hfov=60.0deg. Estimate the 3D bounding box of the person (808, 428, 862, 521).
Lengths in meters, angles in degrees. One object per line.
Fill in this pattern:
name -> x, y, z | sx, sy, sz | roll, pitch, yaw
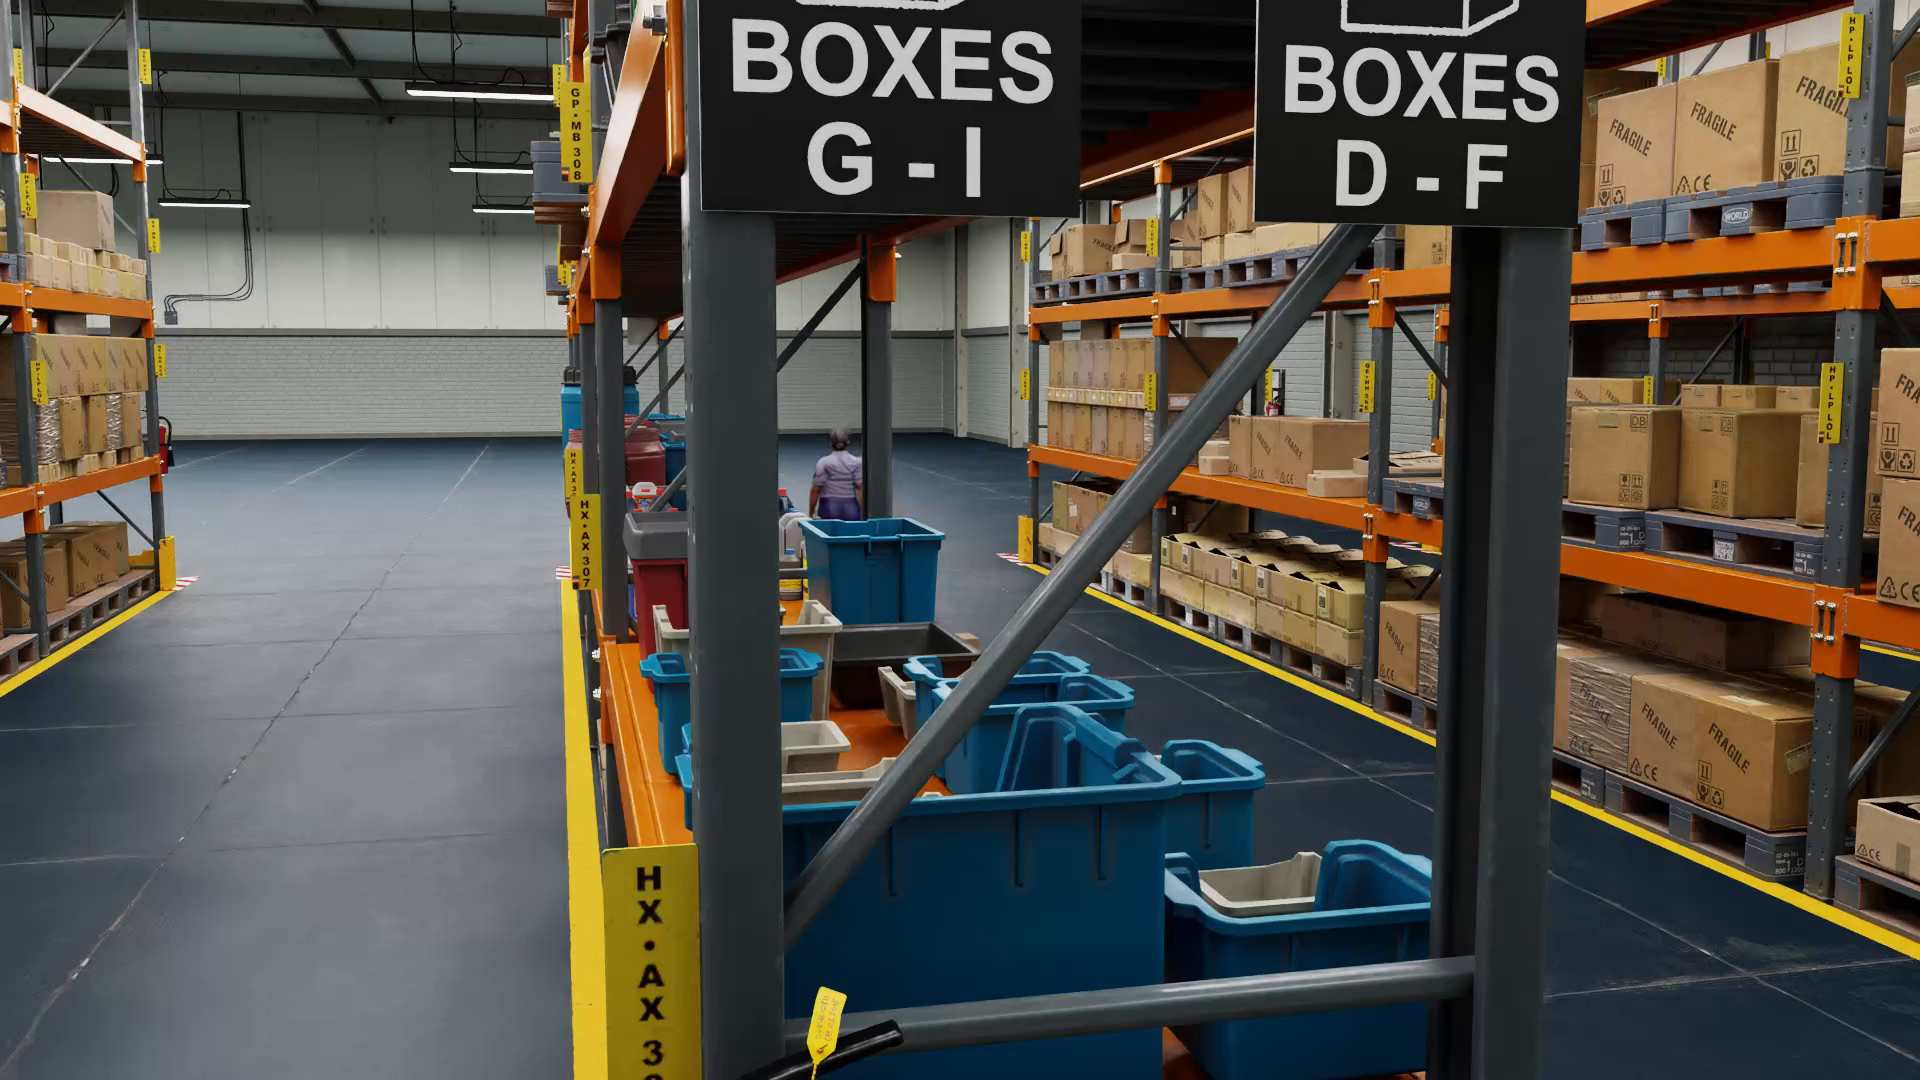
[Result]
person -> -1.137, -0.232, 15.277 | 0.490, 1.590, 0.978 | -2, 7, -19
